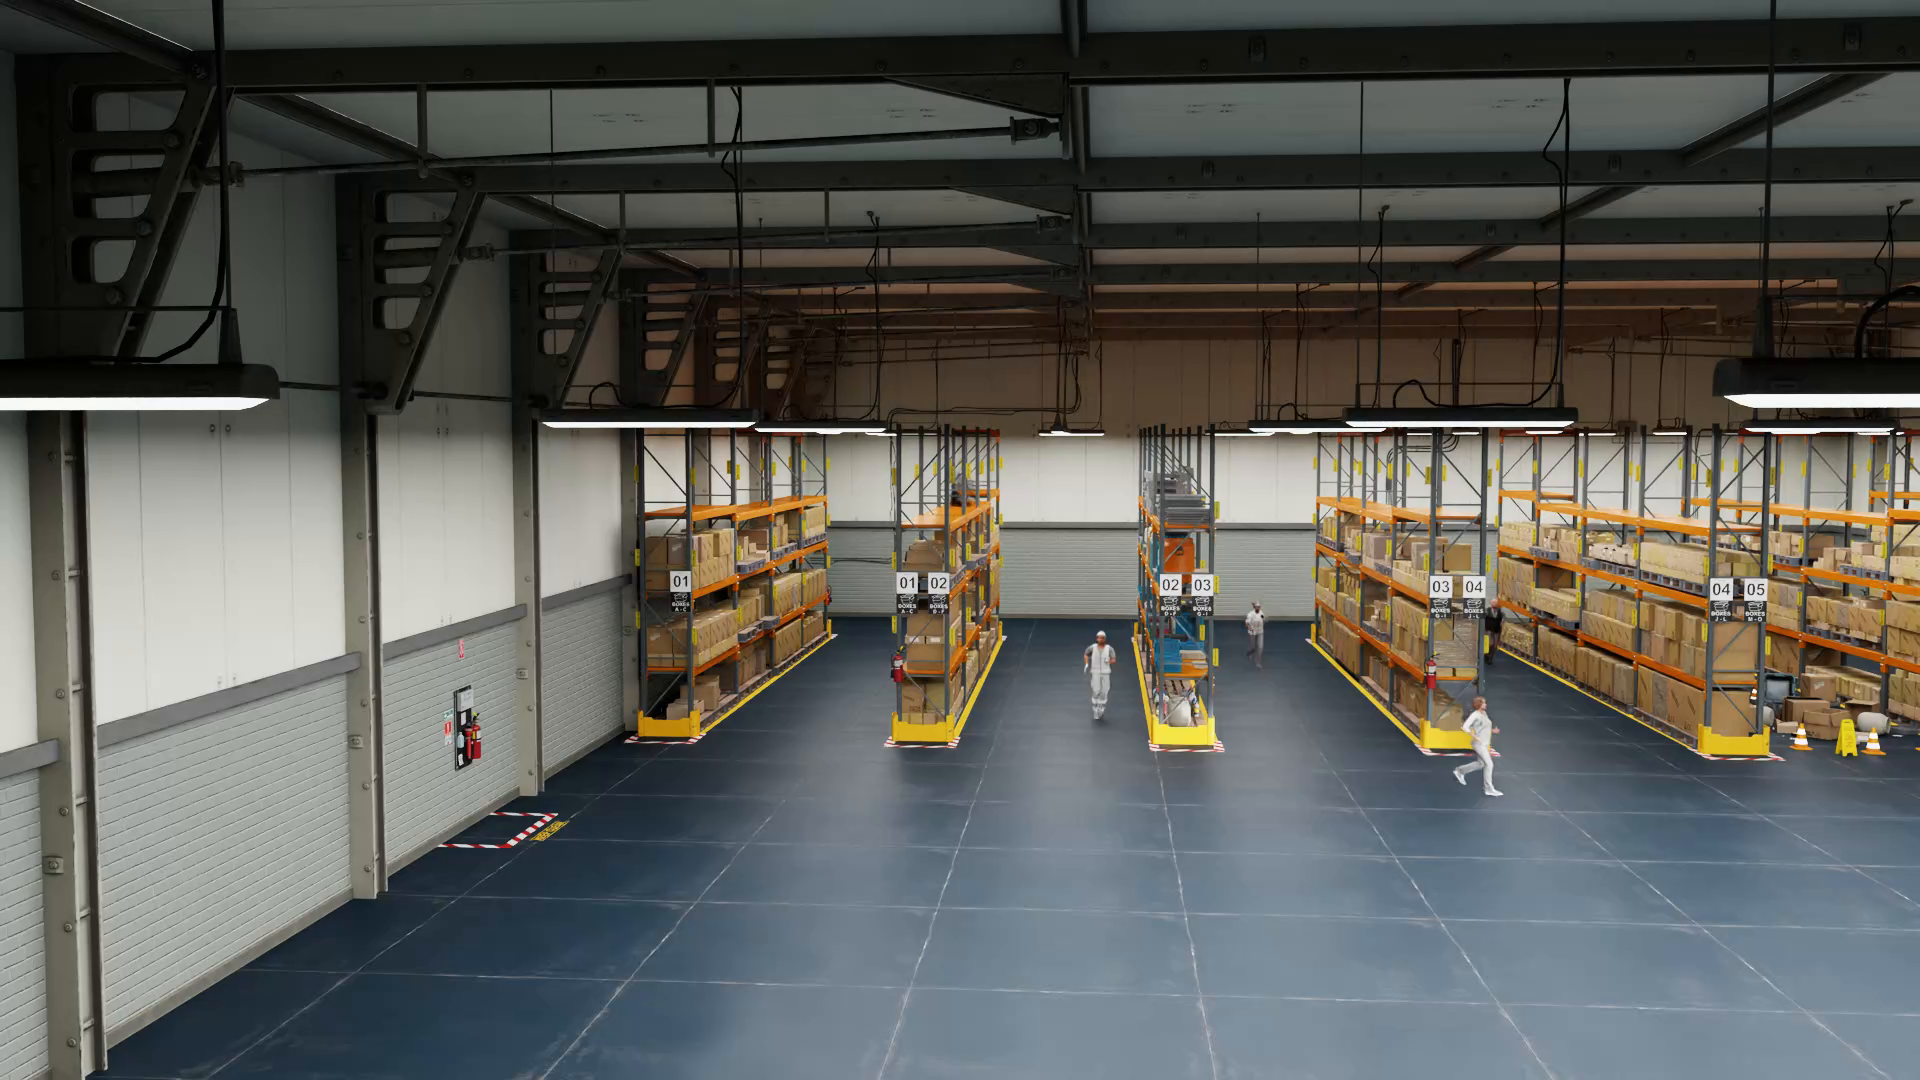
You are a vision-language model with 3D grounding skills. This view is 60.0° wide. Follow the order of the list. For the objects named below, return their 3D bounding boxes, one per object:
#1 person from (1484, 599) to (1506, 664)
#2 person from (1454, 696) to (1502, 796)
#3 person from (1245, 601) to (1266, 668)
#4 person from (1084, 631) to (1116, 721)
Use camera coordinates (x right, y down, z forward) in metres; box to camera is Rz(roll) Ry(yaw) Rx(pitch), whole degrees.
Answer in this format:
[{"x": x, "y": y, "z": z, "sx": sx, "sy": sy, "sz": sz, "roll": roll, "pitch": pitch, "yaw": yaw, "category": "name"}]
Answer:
[{"x": 13.462, "y": 2.317, "z": 41.982, "sx": 0.657, "sy": 1.678, "sz": 0.663, "roll": 0, "pitch": 3, "yaw": -1, "category": "person"}, {"x": 8.342, "y": 3.299, "z": 26.777, "sx": 0.823, "sy": 1.571, "sz": 0.547, "roll": 3, "pitch": 4, "yaw": 37, "category": "person"}, {"x": 7.433, "y": 2.353, "z": 41.921, "sx": 0.544, "sy": 1.669, "sz": 0.761, "roll": -1, "pitch": 4, "yaw": -11, "category": "person"}, {"x": 2.862, "y": 2.765, "z": 33.921, "sx": 0.640, "sy": 1.821, "sz": 0.741, "roll": 0, "pitch": 3, "yaw": -1, "category": "person"}]
